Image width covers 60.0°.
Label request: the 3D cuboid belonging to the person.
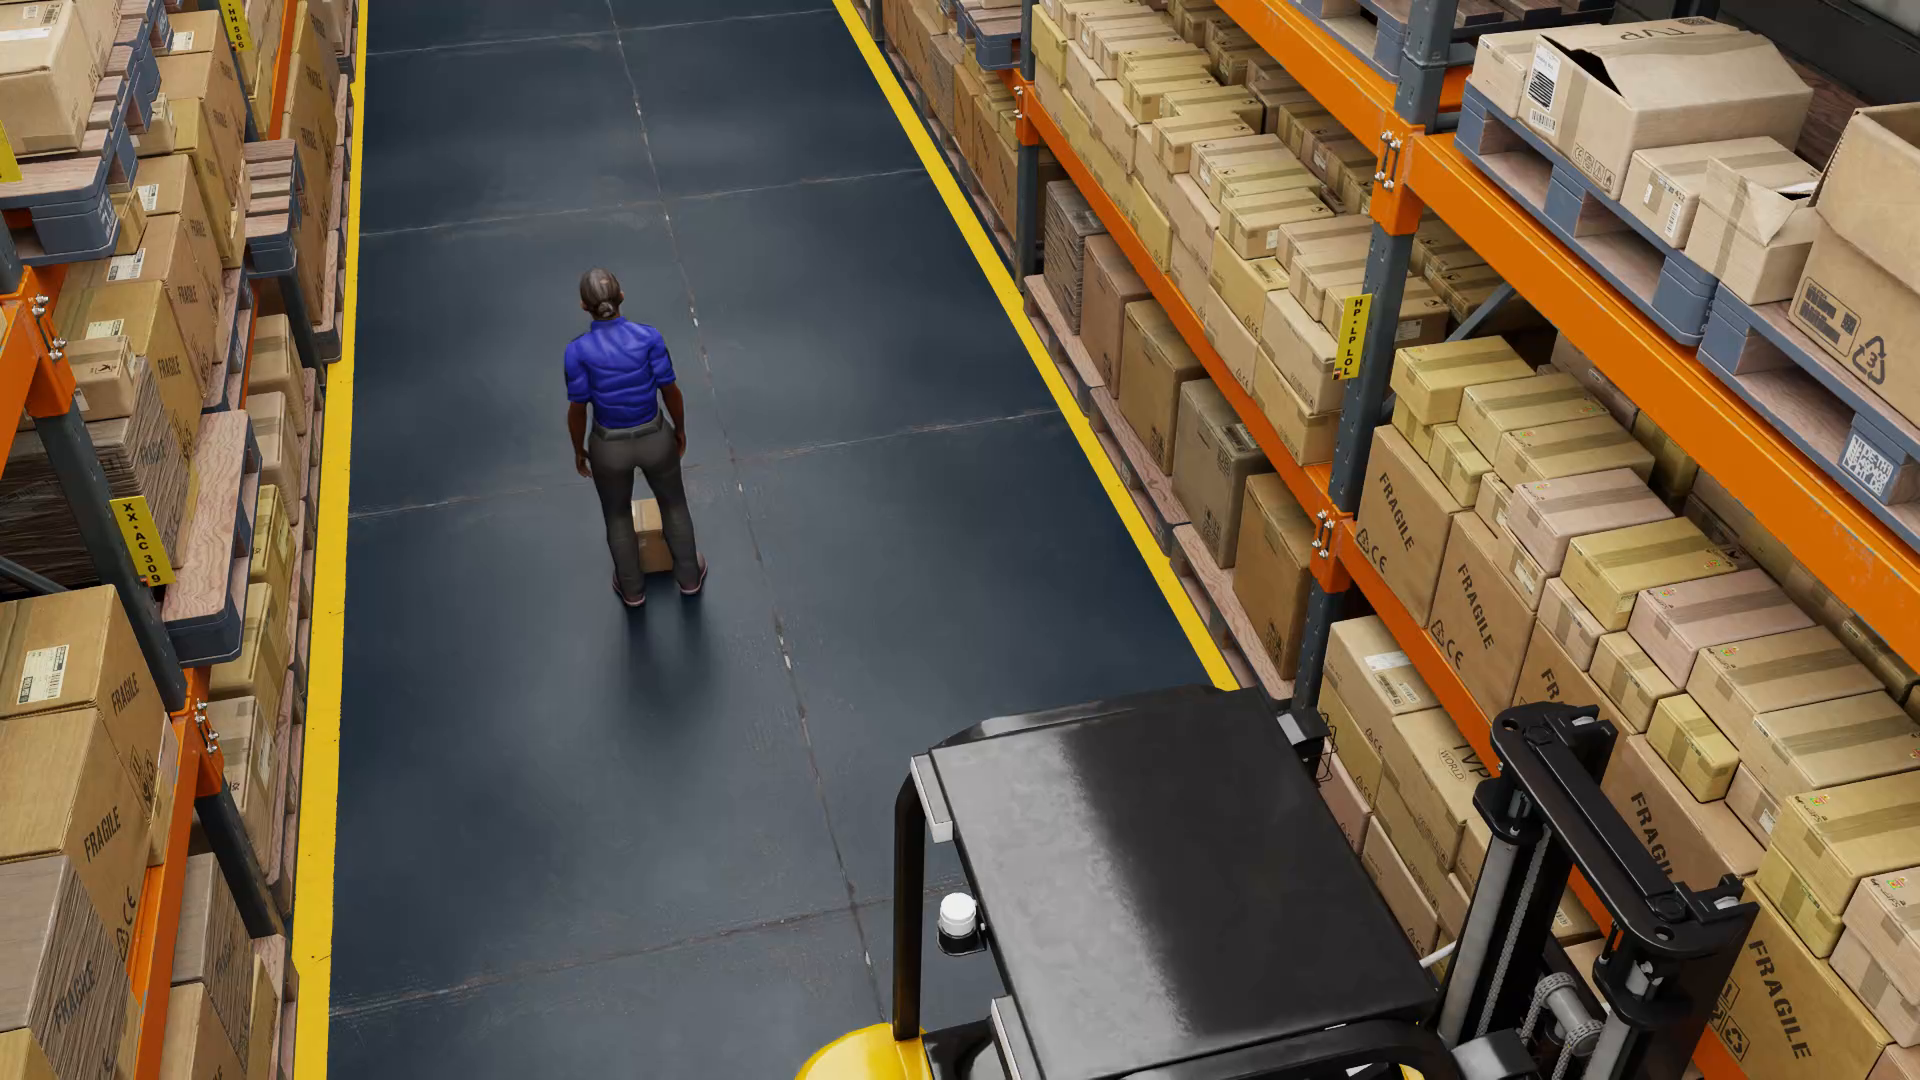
[{"bbox_3d":[-1.425,-0.420,7.260,0.528,1.639,0.351,-12,40,-15],"label":"person"}]
